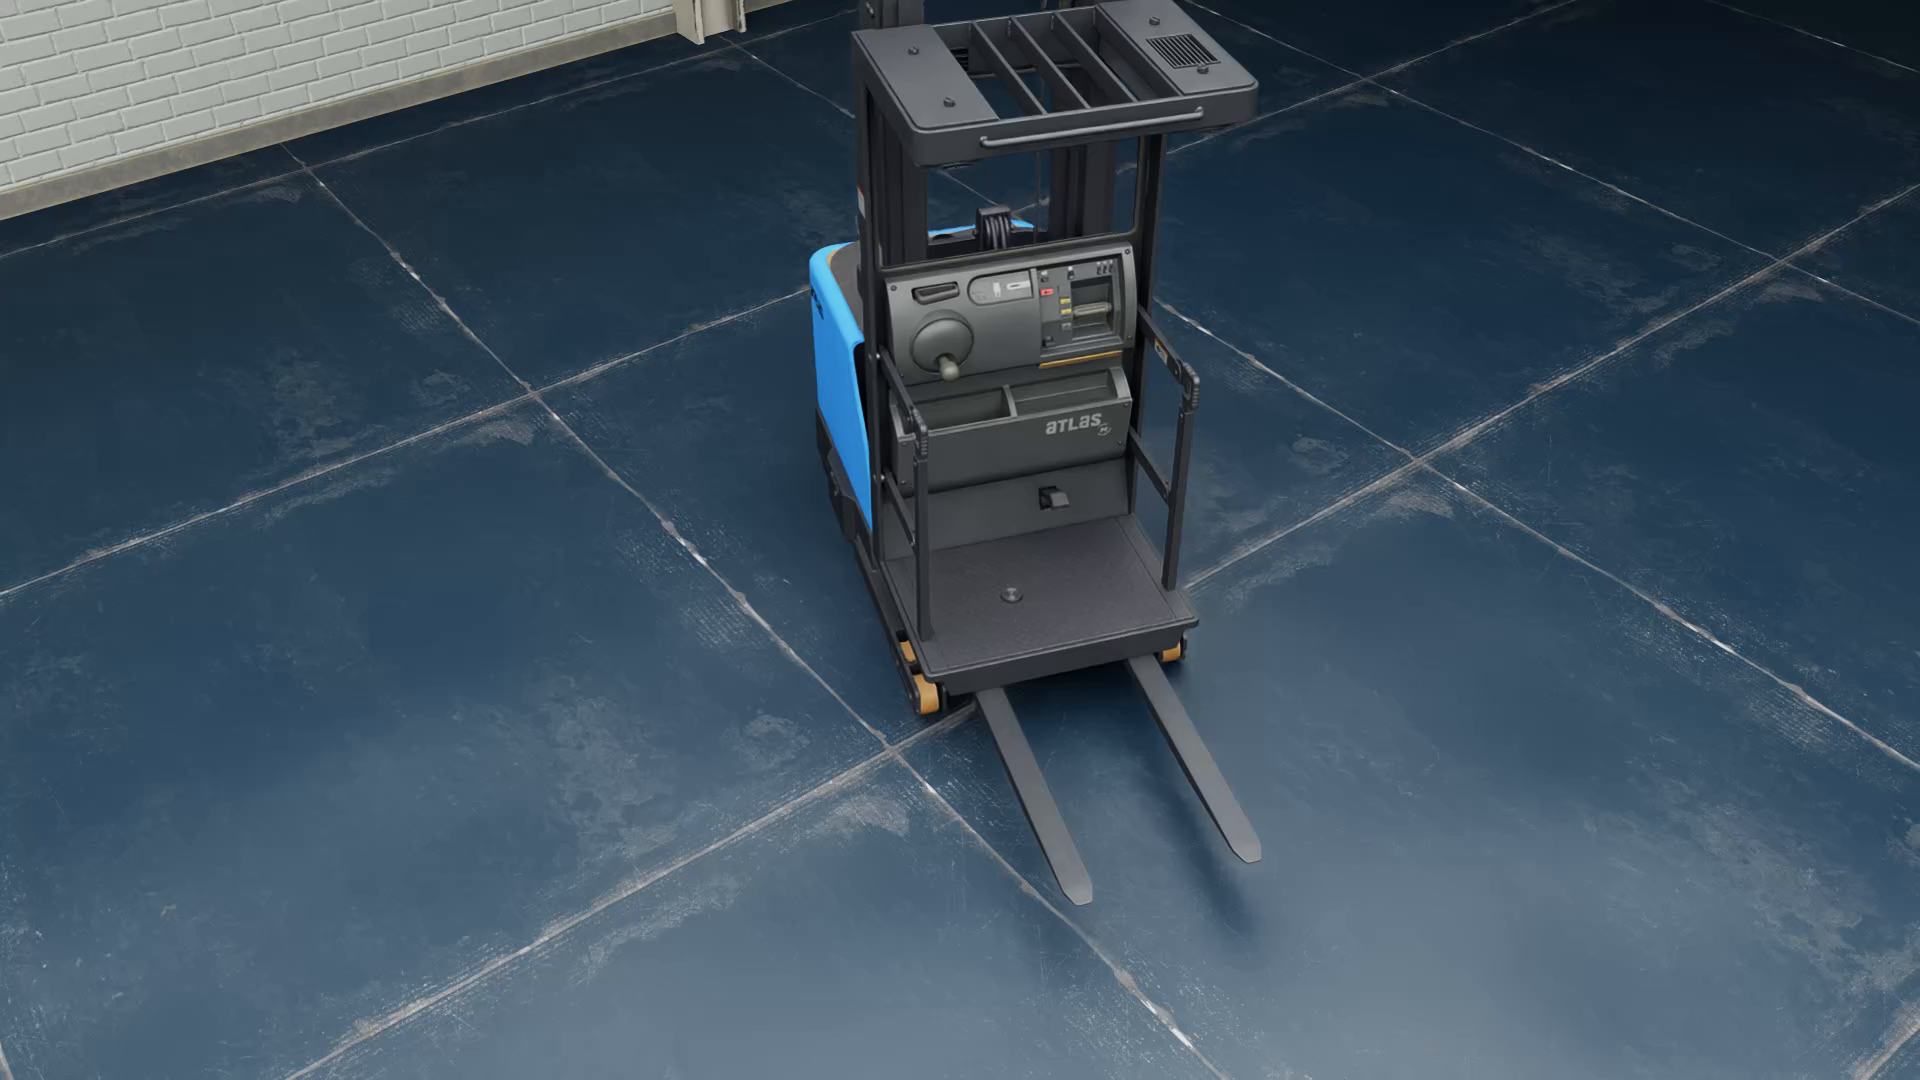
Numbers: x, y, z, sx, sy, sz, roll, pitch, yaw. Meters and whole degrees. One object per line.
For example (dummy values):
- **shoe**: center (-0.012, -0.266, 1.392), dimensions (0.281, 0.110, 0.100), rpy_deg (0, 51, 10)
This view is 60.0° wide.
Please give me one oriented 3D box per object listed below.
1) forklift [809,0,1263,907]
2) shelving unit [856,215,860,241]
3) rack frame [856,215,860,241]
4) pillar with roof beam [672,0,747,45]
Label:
- **forklift**: center (0.259, -0.744, 5.845), dimensions (1.130, 2.935, 3.031), rpy_deg (-11, 41, -13)
- **shelving unit**: center (-0.311, -0.990, 7.629), dimensions (0.252, 1.050, 0.215), rpy_deg (-11, 41, -14)
- **rack frame**: center (-0.427, -0.967, 7.600), dimensions (0.008, 1.050, 0.200), rpy_deg (-11, 41, -14)
- **pillar with roof beam**: center (0.892, -4.858, 6.077), dimensions (0.400, 9.000, 9.100), rpy_deg (-26, 46, -28)
